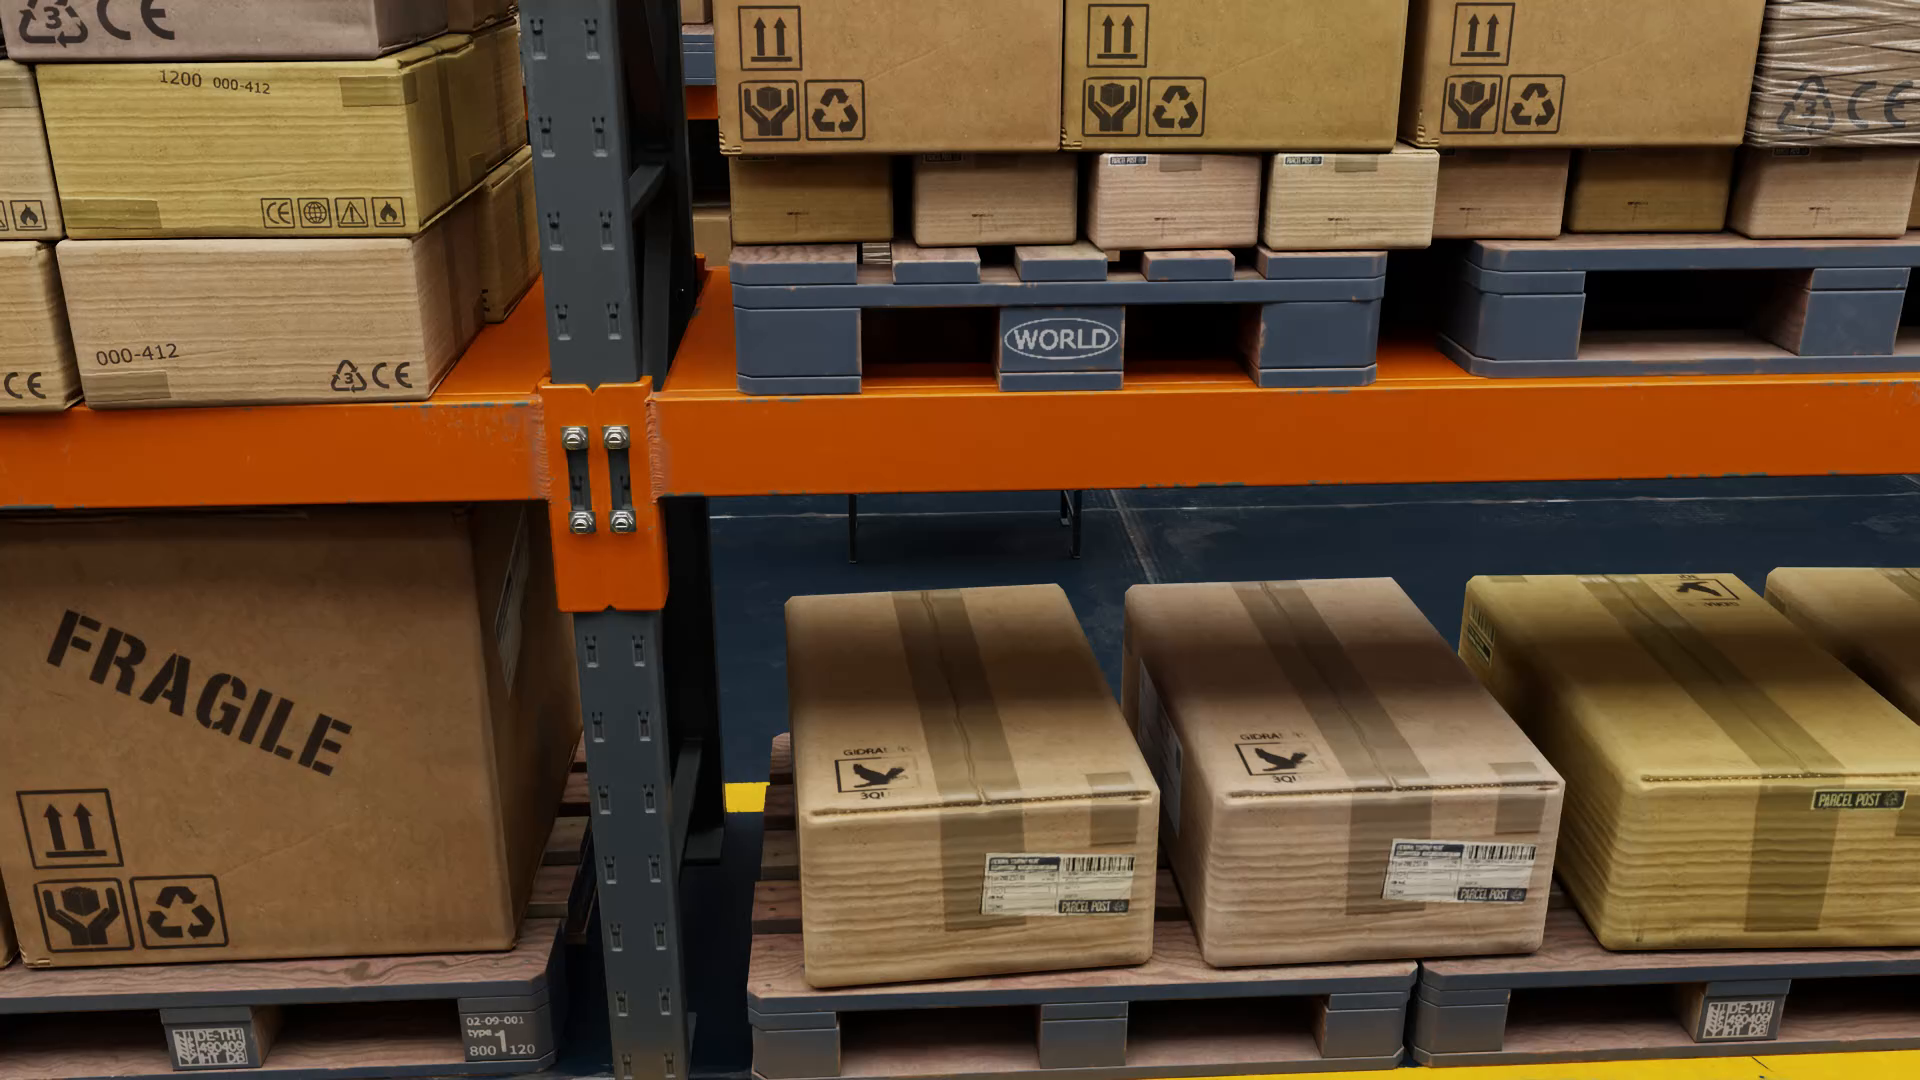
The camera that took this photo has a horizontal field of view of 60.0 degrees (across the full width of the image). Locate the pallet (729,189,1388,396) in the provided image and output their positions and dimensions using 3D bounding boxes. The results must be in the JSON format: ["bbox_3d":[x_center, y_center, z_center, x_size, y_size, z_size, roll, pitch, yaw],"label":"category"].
[{"bbox_3d":[0.121,-0.540,3.094,1.003,0.211,1.213,-1,21,-3],"label":"pallet"}]

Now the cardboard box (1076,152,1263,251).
[{"bbox_3d":[0.311,-0.580,2.692,0.250,0.149,0.380,-3,21,-7],"label":"cardboard box"}]

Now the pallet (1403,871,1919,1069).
[{"bbox_3d":[1.411,0.686,3.521,1.213,0.211,1.003,-1,21,-3],"label":"pallet"}]

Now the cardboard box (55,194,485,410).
[{"bbox_3d":[-1.074,-0.405,2.680,0.500,0.250,0.500,-2,21,-5],"label":"cardboard box"}]

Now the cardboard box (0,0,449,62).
[{"bbox_3d":[-1.086,-0.988,2.455,0.500,0.500,0.500,-2,21,-5],"label":"cardboard box"}]

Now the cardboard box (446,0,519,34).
[{"bbox_3d":[-1.091,-1.169,2.929,0.500,0.500,0.500,-2,21,-5],"label":"cardboard box"}]

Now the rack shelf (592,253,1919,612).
[{"bbox_3d":[1.412,-0.282,3.157,4.000,0.370,1.077,-1,21,-3],"label":"rack shelf"}]

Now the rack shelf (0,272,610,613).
[{"bbox_3d":[-2.581,-0.201,2.944,4.000,0.370,1.077,-1,21,-3],"label":"rack shelf"}]

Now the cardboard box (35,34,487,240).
[{"bbox_3d":[-1.053,-0.641,2.597,0.500,0.250,0.500,-1,21,-3],"label":"cardboard box"}]

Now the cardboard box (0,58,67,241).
[{"bbox_3d":[-1.565,-0.629,2.566,0.500,0.250,0.500,-2,21,-4],"label":"cardboard box"}]

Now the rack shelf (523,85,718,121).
[{"bbox_3d":[-2.868,-1.964,7.575,4.000,0.370,1.077,-1,21,-3],"label":"rack shelf"}]

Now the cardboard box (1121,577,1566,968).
[{"bbox_3d":[0.717,0.428,3.383,0.625,0.372,0.950,-2,21,-4],"label":"cardboard box"}]

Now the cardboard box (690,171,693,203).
[{"bbox_3d":[-1.350,-1.572,7.546,0.250,0.149,0.380,-2,21,-6],"label":"cardboard box"}]

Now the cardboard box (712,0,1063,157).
[{"bbox_3d":[-0.122,-0.887,2.585,0.500,0.500,0.500,-2,21,-5],"label":"cardboard box"}]

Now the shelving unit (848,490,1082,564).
[{"bbox_3d":[0.007,-0.701,5.354,0.755,1.500,0.431,-1,21,-3],"label":"shelving unit"}]

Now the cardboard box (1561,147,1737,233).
[{"bbox_3d":[1.103,-0.631,2.824,0.250,0.149,0.380,0,21,-1],"label":"cardboard box"}]

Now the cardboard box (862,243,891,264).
[{"bbox_3d":[-0.248,-1.435,7.922,0.625,0.625,0.875,-1,21,-1],"label":"cardboard box"}]

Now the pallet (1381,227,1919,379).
[{"bbox_3d":[1.390,-0.543,3.100,1.213,0.211,1.003,-1,21,-3],"label":"pallet"}]

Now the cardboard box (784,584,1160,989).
[{"bbox_3d":[-0.020,0.446,3.336,0.625,0.372,0.950,-3,21,-7],"label":"cardboard box"}]

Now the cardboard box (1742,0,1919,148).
[{"bbox_3d":[1.428,-0.920,2.673,0.500,0.500,0.500,-2,21,-5],"label":"cardboard box"}]

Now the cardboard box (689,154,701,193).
[{"bbox_3d":[-1.410,-1.772,8.071,0.250,0.149,0.380,0,21,0],"label":"cardboard box"}]

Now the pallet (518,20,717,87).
[{"bbox_3d":[-1.544,-2.212,7.486,1.003,0.211,1.213,-1,21,-3],"label":"pallet"}]

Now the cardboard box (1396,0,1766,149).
[{"bbox_3d":[0.928,-0.913,2.654,0.500,0.500,0.500,-1,21,-2],"label":"cardboard box"}]

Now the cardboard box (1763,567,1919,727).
[{"bbox_3d":[2.168,0.400,3.457,0.625,0.372,0.950,0,21,0],"label":"cardboard box"}]

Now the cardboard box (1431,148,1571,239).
[{"bbox_3d":[0.823,-0.611,2.773,0.250,0.149,0.380,0,21,0],"label":"cardboard box"}]

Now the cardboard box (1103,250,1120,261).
[{"bbox_3d":[0.404,-1.451,7.964,0.625,0.625,0.875,0,21,-1],"label":"cardboard box"}]

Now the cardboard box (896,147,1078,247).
[{"bbox_3d":[0.035,-0.591,2.720,0.250,0.149,0.380,-2,21,-6],"label":"cardboard box"}]

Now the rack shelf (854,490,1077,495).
[{"bbox_3d":[0.007,-0.396,5.470,0.720,0.370,0.431,-1,21,-3],"label":"rack shelf"}]

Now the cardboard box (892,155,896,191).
[{"bbox_3d":[-0.007,-0.778,3.211,0.250,0.149,0.380,-1,21,-2],"label":"cardboard box"}]

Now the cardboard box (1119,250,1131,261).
[{"bbox_3d":[1.076,-1.465,8.000,0.625,0.625,0.875,-2,21,-5],"label":"cardboard box"}]

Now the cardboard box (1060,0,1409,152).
[{"bbox_3d":[0.398,-0.900,2.620,0.500,0.500,0.500,0,21,0],"label":"cardboard box"}]

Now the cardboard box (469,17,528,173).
[{"bbox_3d":[-1.104,-0.819,3.064,0.500,0.250,0.500,-1,21,-3],"label":"cardboard box"}]

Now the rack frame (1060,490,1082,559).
[{"bbox_3d":[0.372,-0.708,5.374,0.023,1.500,0.400,-1,21,-3],"label":"rack frame"}]

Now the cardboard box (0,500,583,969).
[{"bbox_3d":[-1.279,0.204,3.266,0.875,0.875,0.875,-1,21,-4],"label":"cardboard box"}]

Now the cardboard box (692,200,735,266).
[{"bbox_3d":[-1.281,-1.284,7.700,0.500,0.500,0.500,-1,21,-1],"label":"cardboard box"}]

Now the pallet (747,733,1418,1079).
[{"bbox_3d":[0.196,0.710,3.459,1.213,0.211,1.003,-1,21,-3],"label":"pallet"}]

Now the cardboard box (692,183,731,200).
[{"bbox_3d":[-1.308,-1.460,8.163,0.500,0.500,0.500,0,21,-1],"label":"cardboard box"}]

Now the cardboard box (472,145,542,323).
[{"bbox_3d":[-1.087,-0.587,3.158,0.500,0.250,0.500,-2,21,-4],"label":"cardboard box"}]

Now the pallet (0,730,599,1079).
[{"bbox_3d":[-1.376,0.715,3.447,1.213,0.211,1.003,-1,21,-3],"label":"pallet"}]

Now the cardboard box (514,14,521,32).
[{"bbox_3d":[-1.906,-2.331,7.147,0.500,0.250,0.500,-2,21,-6],"label":"cardboard box"}]

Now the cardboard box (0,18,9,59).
[{"bbox_3d":[-1.597,-0.975,2.420,0.500,0.500,0.500,-1,21,-2],"label":"cardboard box"}]

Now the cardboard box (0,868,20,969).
[{"bbox_3d":[-2.169,0.220,3.223,0.875,0.875,0.875,-1,21,-2],"label":"cardboard box"}]

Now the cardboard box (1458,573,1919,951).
[{"bbox_3d":[1.474,0.415,3.418,0.625,0.372,0.950,0,21,-1],"label":"cardboard box"}]

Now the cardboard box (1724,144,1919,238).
[{"bbox_3d":[1.367,-0.613,2.777,0.250,0.149,0.380,-1,21,-1],"label":"cardboard box"}]

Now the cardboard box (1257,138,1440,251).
[{"bbox_3d":[0.587,-0.578,2.687,0.250,0.149,0.380,-1,21,-3],"label":"cardboard box"}]

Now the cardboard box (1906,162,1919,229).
[{"bbox_3d":[1.623,-0.645,2.862,0.250,0.149,0.380,-2,21,-5],"label":"cardboard box"}]

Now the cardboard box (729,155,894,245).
[{"bbox_3d":[-0.249,-0.597,2.736,0.250,0.149,0.380,-2,21,-6],"label":"cardboard box"}]

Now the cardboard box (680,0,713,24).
[{"bbox_3d":[-1.394,-2.629,7.579,0.500,0.500,0.500,0,21,-1],"label":"cardboard box"}]

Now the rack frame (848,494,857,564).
[{"bbox_3d":[-0.359,-0.694,5.335,0.023,1.500,0.400,-1,21,-3],"label":"rack frame"}]

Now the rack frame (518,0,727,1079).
[{"bbox_3d":[-0.584,-0.578,2.922,0.127,3.000,1.000,-1,21,-3],"label":"rack frame"}]

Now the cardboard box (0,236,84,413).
[{"bbox_3d":[-1.583,-0.389,2.638,0.500,0.250,0.500,-1,21,-2],"label":"cardboard box"}]
